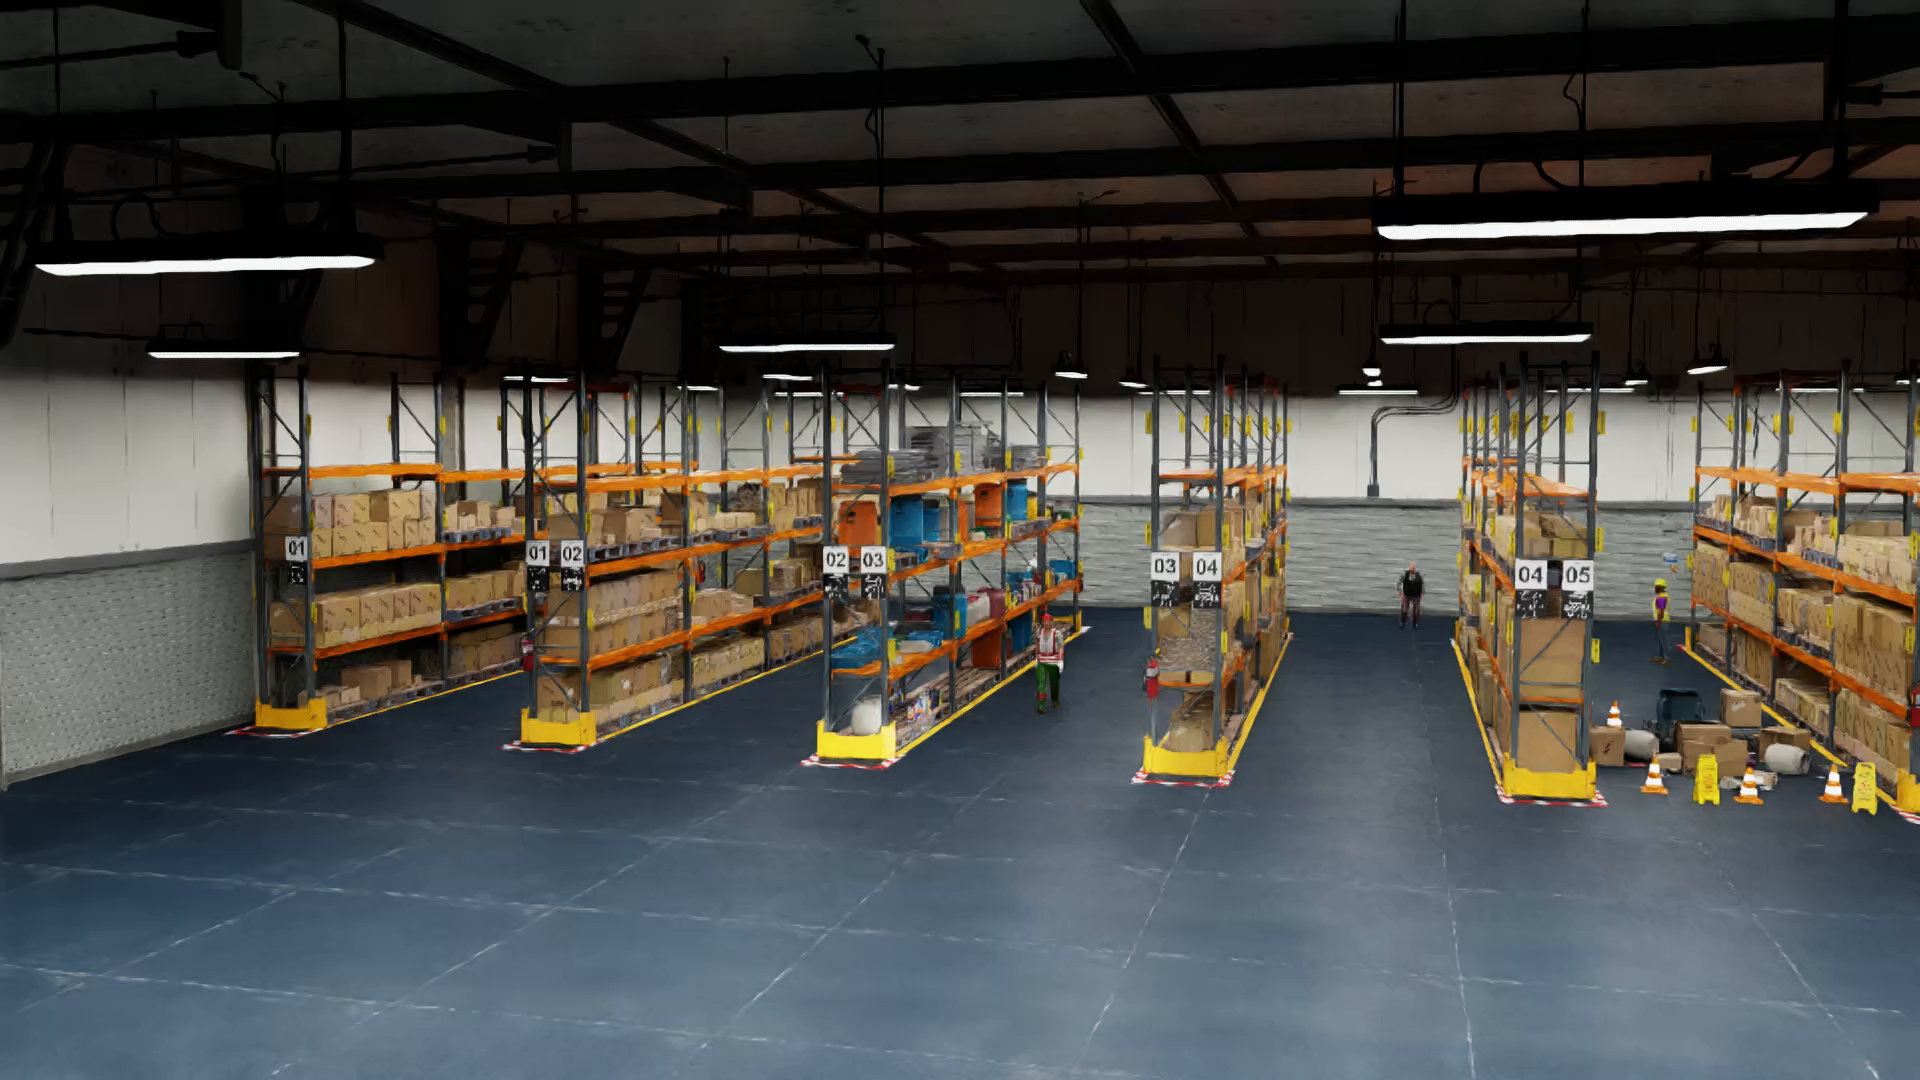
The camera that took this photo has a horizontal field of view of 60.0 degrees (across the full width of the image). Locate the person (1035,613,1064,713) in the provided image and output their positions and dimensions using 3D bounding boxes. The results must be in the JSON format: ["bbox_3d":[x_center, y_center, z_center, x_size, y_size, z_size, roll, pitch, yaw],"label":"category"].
[{"bbox_3d":[1.551,2.132,29.048,0.567,1.736,1.044,1,4,13],"label":"person"}]

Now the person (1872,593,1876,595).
[{"bbox_3d":[18.700,1.860,34.026,0.361,1.630,0.454,3,5,33],"label":"person"}]

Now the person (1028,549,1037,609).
[{"bbox_3d":[1.951,1.071,45.127,0.664,1.658,0.472,-2,4,-28],"label":"person"}]

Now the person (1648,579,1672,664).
[{"bbox_3d":[14.740,1.699,34.971,0.460,1.762,0.620,2,4,23],"label":"person"}]

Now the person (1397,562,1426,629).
[{"bbox_3d":[11.075,1.361,40.801,0.677,1.674,0.534,1,4,12],"label":"person"}]
